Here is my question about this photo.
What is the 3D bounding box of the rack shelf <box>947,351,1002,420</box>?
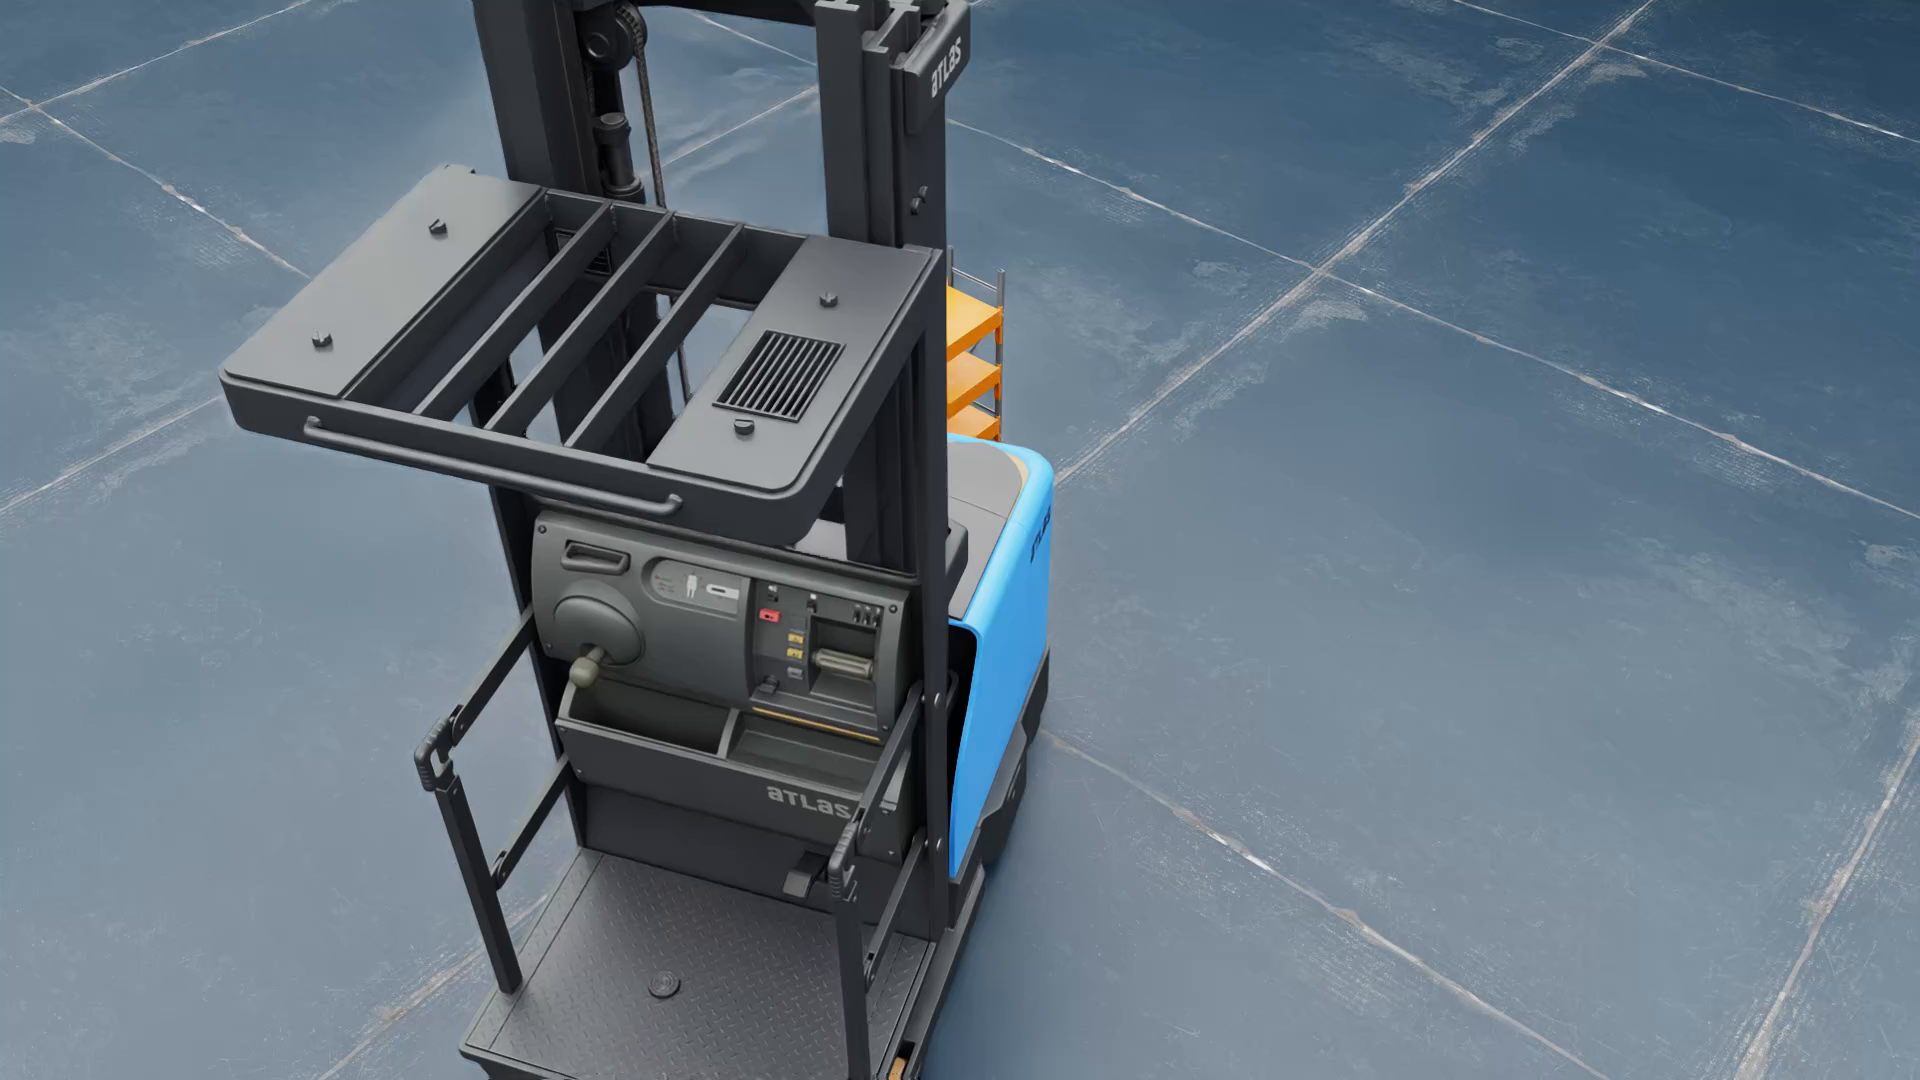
[{"bbox_3d":[-0.107,-0.474,5.647,0.258,0.148,0.480,29,50,28],"label":"rack shelf"}]

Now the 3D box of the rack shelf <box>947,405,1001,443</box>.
[{"bbox_3d":[-0.107,-0.309,5.798,0.258,0.148,0.480,29,50,28],"label":"rack shelf"}]

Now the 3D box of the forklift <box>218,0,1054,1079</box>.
[{"bbox_3d":[-0.640,0.294,3.748,1.130,2.935,3.031,12,44,13],"label":"forklift"}]

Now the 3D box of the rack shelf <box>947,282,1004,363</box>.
[{"bbox_3d":[-0.107,-0.649,5.488,0.258,0.148,0.480,29,50,28],"label":"rack shelf"}]

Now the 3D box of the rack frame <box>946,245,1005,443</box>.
[{"bbox_3d":[0.051,-0.484,5.891,0.240,1.200,0.015,29,50,28],"label":"rack frame"}]

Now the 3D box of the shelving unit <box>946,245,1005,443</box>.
[{"bbox_3d":[-0.107,-0.359,5.753,0.258,1.200,0.503,29,50,28],"label":"shelving unit"}]
